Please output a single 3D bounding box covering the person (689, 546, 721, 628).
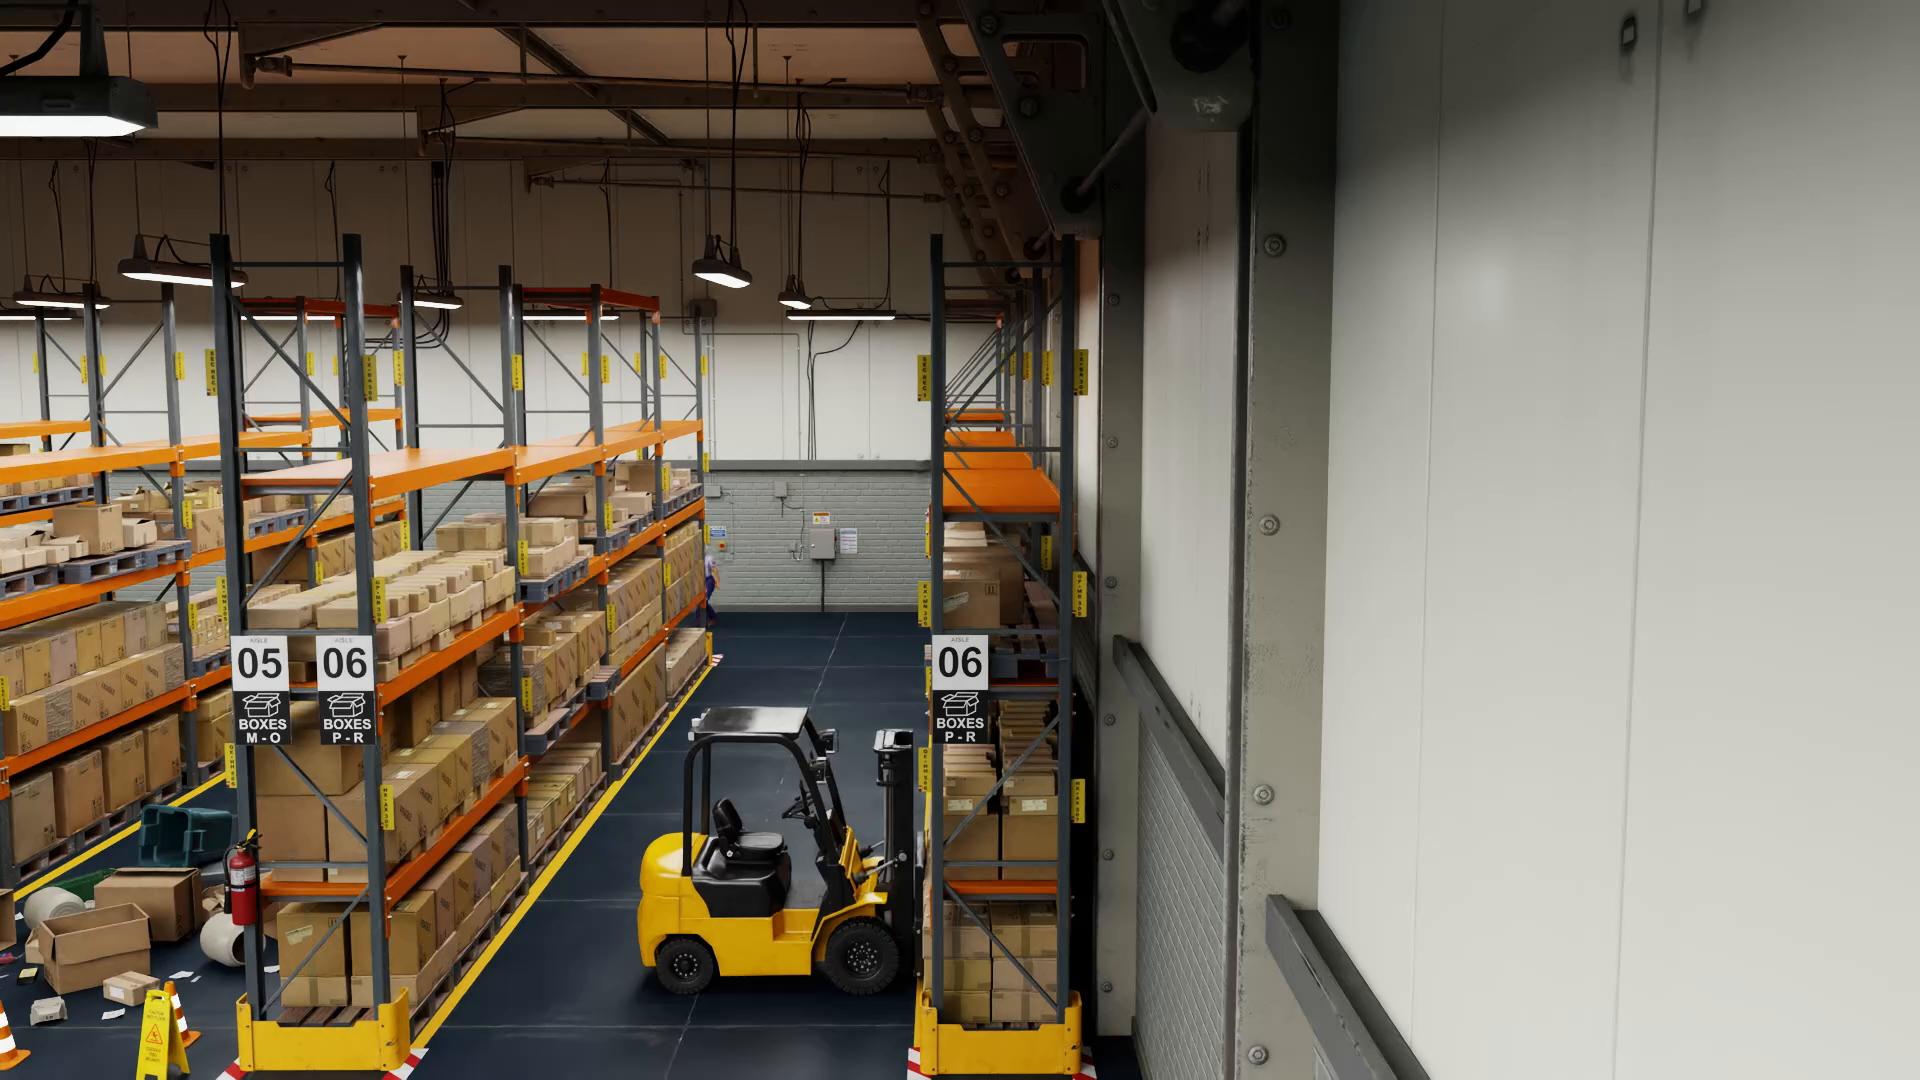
[{"bbox_3d":[-4.932,0.860,31.647,0.597,1.643,0.539,-4,8,-35],"label":"person"}]
